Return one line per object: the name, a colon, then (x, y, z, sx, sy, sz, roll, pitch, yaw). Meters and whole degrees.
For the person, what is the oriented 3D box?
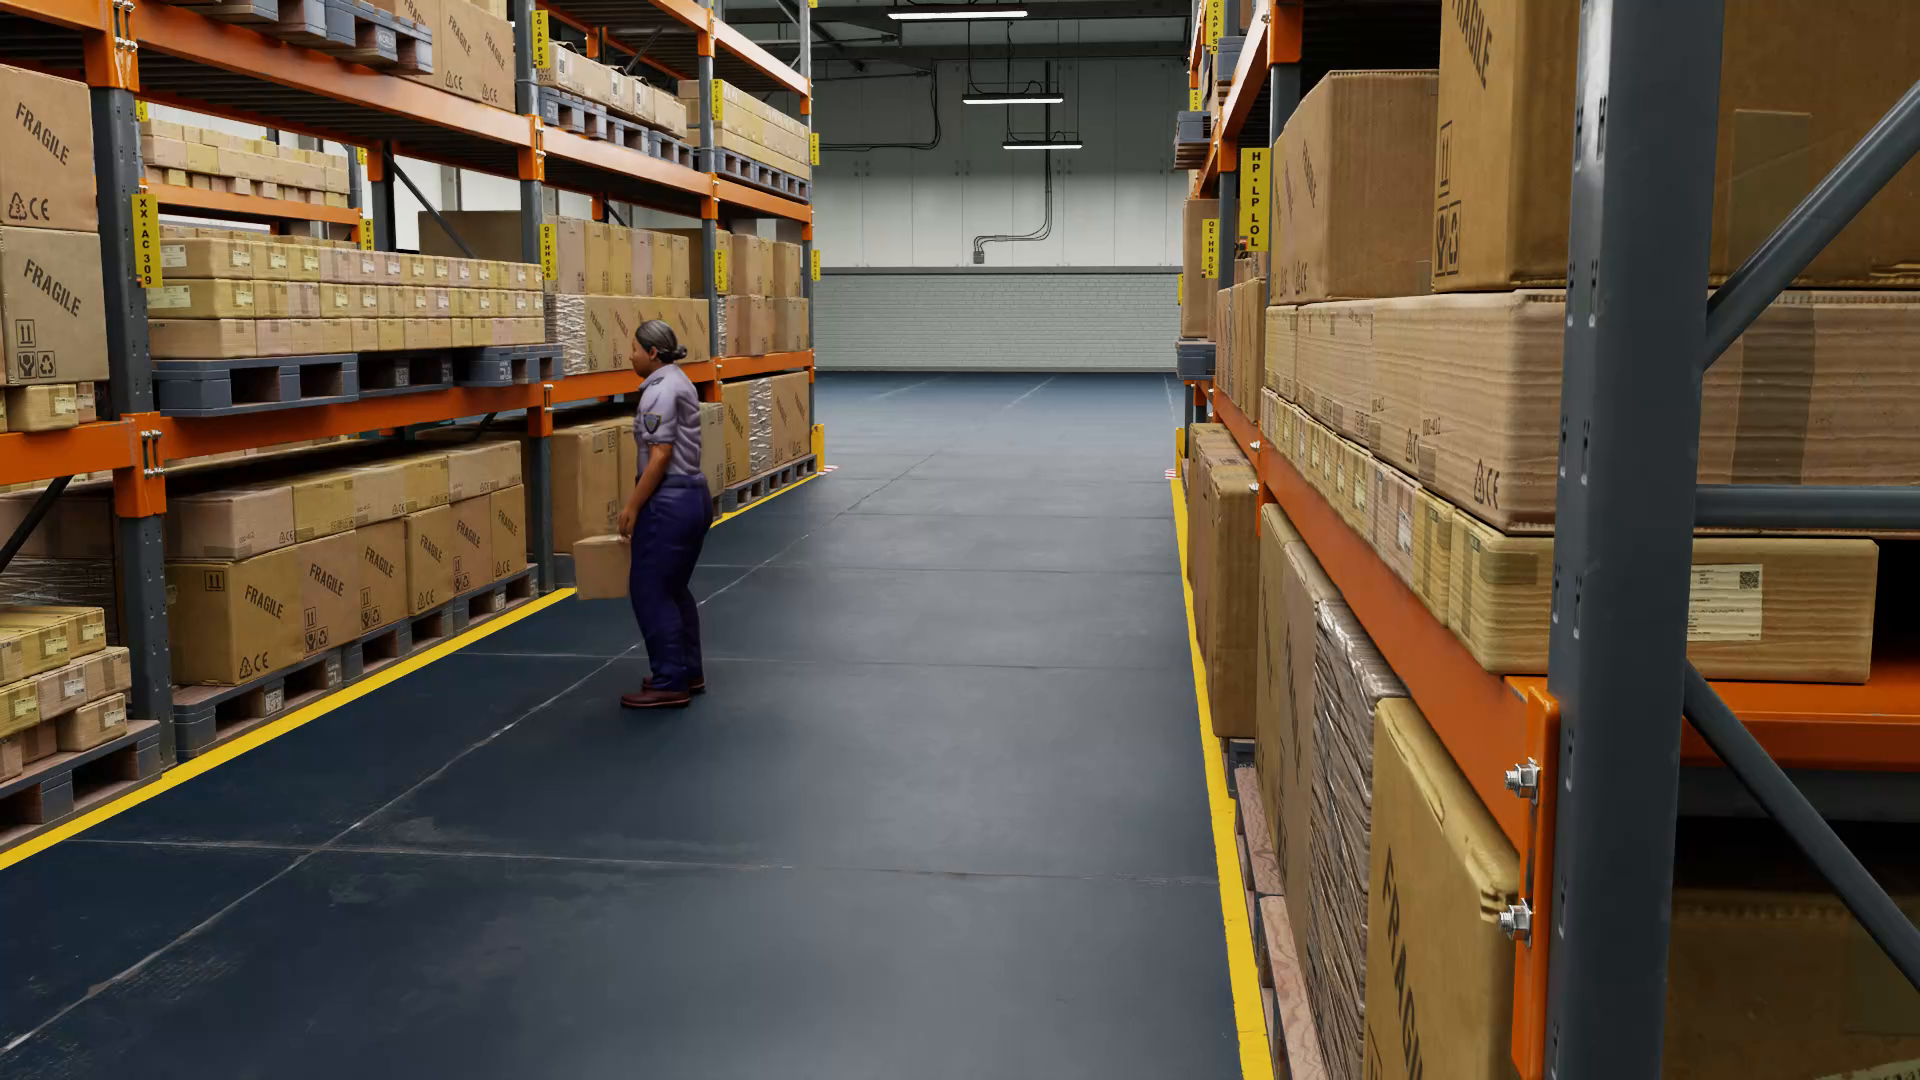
person: (-1.271, -0.121, 7.206, 0.370, 1.656, 0.522, 1, 8, 5)
